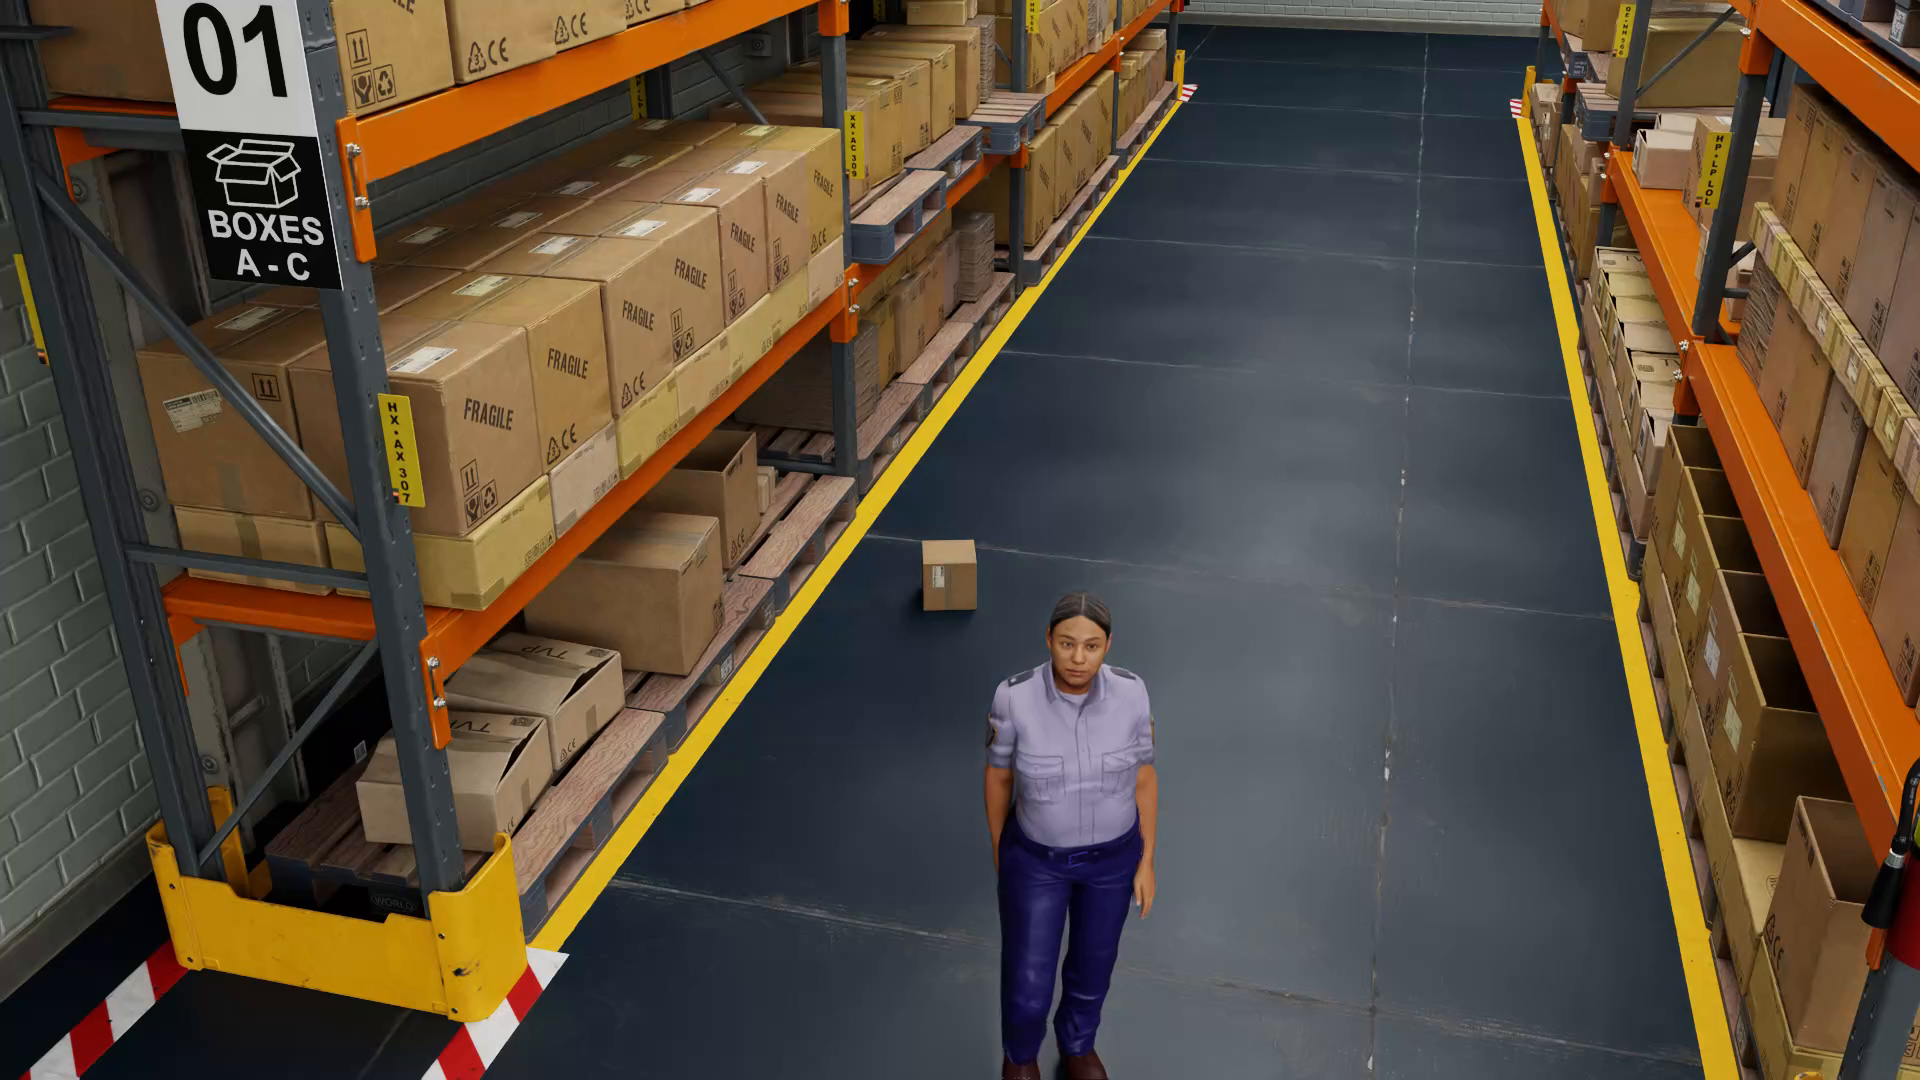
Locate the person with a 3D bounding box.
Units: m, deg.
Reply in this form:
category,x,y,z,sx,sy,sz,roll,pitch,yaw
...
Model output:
category,x,y,z,sx,sy,sz,roll,pitch,yaw
person,0.320,0.883,4.632,0.475,1.566,0.438,-4,26,-8
